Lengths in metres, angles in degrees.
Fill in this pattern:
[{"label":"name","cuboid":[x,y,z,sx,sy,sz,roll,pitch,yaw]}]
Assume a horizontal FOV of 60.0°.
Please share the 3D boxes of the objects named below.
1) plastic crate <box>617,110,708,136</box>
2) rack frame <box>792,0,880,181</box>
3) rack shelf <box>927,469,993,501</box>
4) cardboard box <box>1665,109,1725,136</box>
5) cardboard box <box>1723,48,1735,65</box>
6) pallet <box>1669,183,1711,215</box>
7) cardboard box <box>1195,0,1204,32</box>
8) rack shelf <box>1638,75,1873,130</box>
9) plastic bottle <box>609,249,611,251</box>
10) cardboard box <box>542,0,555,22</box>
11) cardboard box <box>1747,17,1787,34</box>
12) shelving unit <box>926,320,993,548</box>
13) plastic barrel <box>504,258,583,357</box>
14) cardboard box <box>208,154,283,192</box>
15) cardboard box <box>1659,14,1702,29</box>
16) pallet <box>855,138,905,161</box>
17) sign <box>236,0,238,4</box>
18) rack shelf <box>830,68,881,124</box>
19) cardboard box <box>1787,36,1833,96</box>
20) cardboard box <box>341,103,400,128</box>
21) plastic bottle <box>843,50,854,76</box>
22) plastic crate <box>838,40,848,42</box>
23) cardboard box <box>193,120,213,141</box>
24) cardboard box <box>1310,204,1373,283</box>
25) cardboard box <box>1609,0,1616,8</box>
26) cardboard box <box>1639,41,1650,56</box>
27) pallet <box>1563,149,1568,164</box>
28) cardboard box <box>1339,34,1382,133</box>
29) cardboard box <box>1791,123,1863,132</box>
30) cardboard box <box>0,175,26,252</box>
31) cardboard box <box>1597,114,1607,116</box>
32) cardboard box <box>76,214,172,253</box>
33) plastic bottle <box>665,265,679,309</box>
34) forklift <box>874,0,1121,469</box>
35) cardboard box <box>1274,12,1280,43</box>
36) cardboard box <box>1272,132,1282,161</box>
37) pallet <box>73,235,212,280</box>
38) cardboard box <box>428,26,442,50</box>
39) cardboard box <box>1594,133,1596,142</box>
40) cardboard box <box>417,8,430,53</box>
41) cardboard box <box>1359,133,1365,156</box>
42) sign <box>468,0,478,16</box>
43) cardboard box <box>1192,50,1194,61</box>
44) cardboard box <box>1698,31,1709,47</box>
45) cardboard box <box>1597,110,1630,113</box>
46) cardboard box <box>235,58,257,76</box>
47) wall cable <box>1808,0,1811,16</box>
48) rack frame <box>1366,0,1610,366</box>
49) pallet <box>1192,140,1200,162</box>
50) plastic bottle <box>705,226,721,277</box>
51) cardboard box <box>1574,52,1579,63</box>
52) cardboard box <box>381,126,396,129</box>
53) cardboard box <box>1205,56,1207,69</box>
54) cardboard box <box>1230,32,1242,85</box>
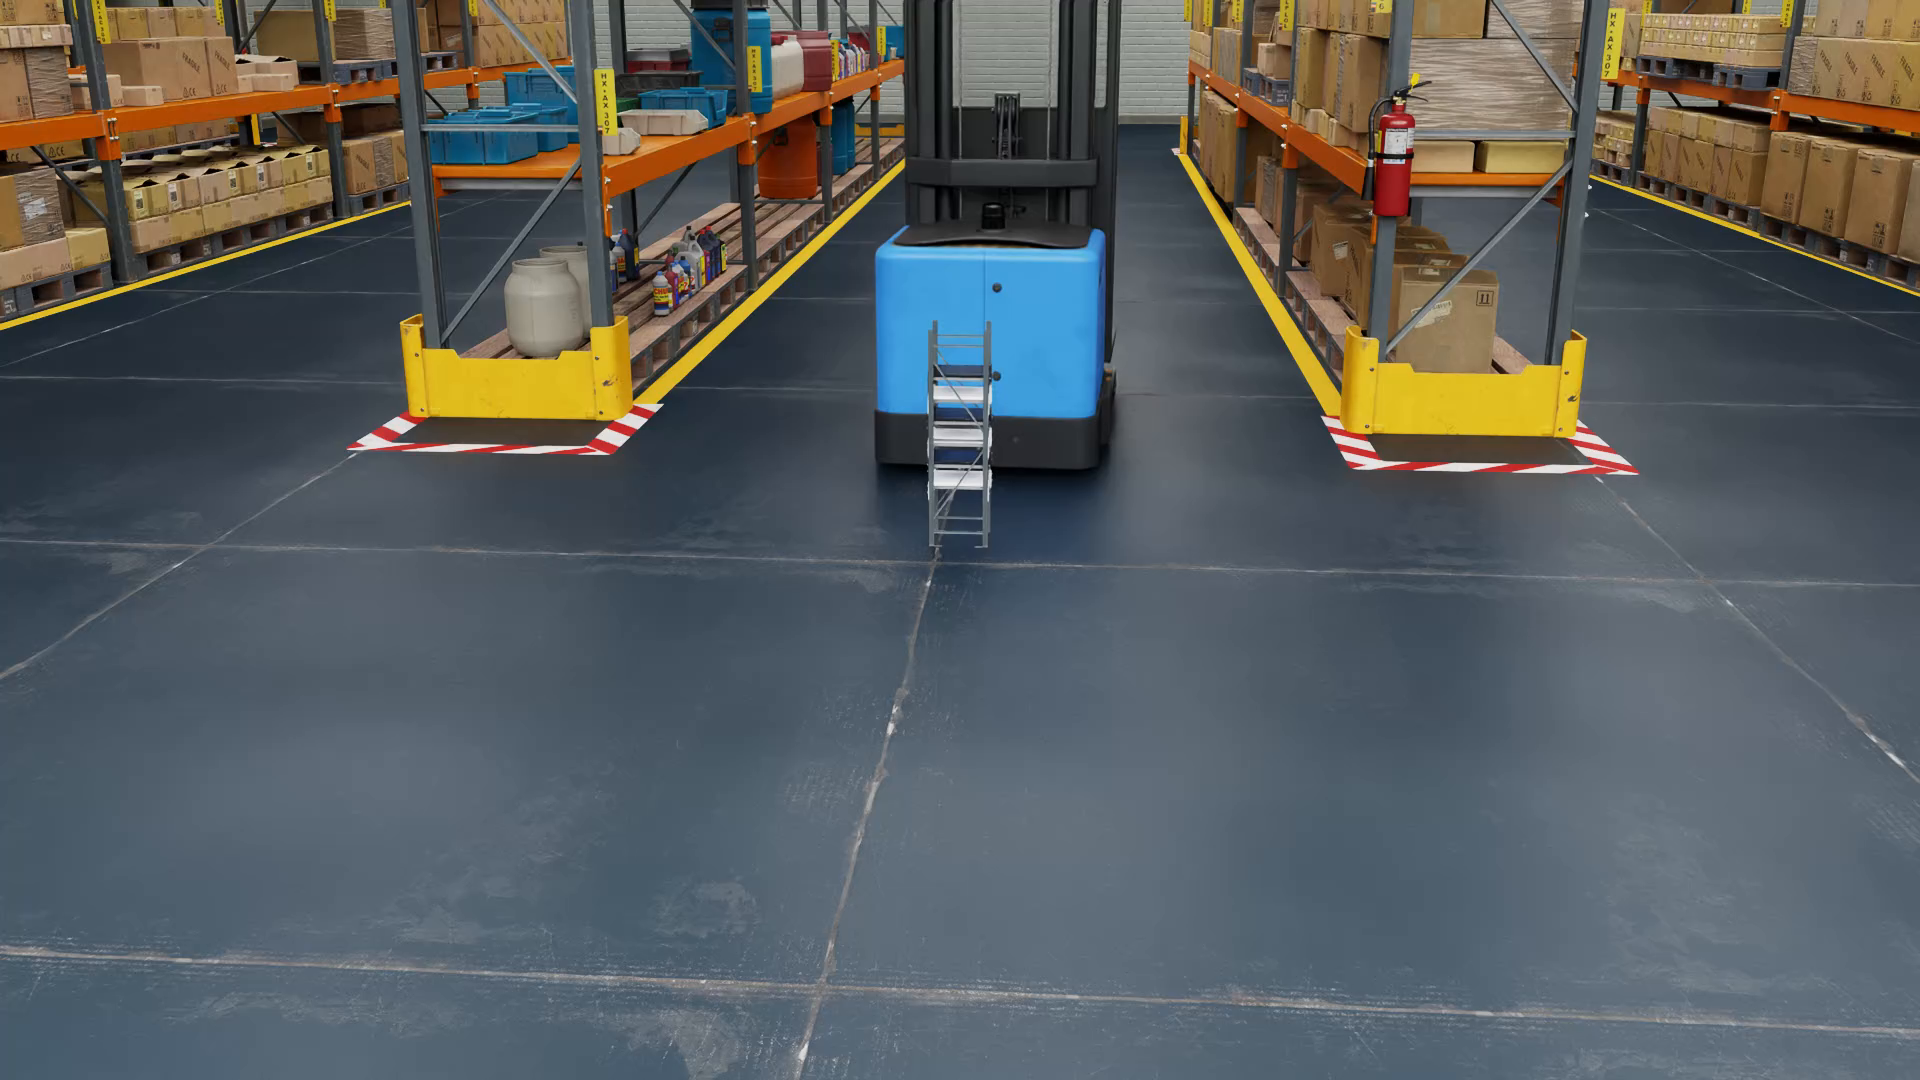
[{"label":"plastic crate","cuboid":[-1.922,-2.711,10.802,0.530,0.136,0.437,1,18,4]},{"label":"rack frame","cuboid":[-1.485,-5.831,19.900,1.000,3.000,0.127,1,18,4]},{"label":"rack shelf","cuboid":[0.001,-0.227,6.857,0.258,0.077,0.200,1,18,4]},{"label":"cardboard box","cuboid":[8.043,-4.557,18.149,0.500,0.250,0.500,2,18,5]},{"label":"cardboard box","cuboid":[7.723,-4.736,16.290,0.380,0.149,0.250,2,18,5]},{"label":"pallet","cuboid":[8.256,-3.631,17.666,1.003,0.211,1.213,1,18,4]},{"label":"cardboard box","cuboid":[3.372,-6.930,21.813,0.500,0.500,0.500,1,18,2]},{"label":"rack shelf","cuboid":[8.252,-4.615,17.346,1.077,0.370,4.000,1,18,4]},{"label":"plastic bottle","cuboid":[-2.544,-1.996,11.746,0.144,0.351,0.185,1,18,2]},{"label":"cardboard box","cuboid":[-5.931,-7.406,22.942,0.500,0.500,0.500,2,18,5]},{"label":"cardboard box","cuboid":[7.687,-4.861,15.715,0.380,0.149,0.250,1,18,2]},{"label":"shelving unit","cuboid":[0.001,-0.430,6.791,0.258,0.900,0.210,1,18,4]},{"label":"plastic barrel","cuboid":[-2.374,-1.327,9.477,0.421,0.512,0.421,0,18,0]},{"label":"cardboard box","cuboid":[-6.574,-3.373,15.241,0.500,0.311,0.500,1,18,4]},{"label":"cardboard box","cuboid":[7.873,-5.663,18.161,0.380,0.149,0.250,1,18,4]},{"label":"pallet","cuboid":[-1.296,-5.493,23.347,1.003,0.211,1.213,1,18,4]},{"label":"sign","cuboid":[-10.539,-7.941,24.099,0.100,0.325,0.005,1,18,4]},{"label":"rack shelf","cuboid":[-1.628,-4.868,18.117,1.077,0.370,4.000,1,18,4]},{"label":"cardboard box","cuboid":[7.807,-4.250,14.915,0.500,0.500,0.500,1,18,5]},{"label":"cardboard box","cuboid":[-6.775,-4.865,19.056,0.500,0.250,0.500,1,18,4]},{"label":"plastic bottle","cuboid":[-1.263,-5.330,18.572,0.152,0.276,0.135,1,18,4]},{"label":"plastic crate","cuboid":[-1.591,-6.748,22.873,0.416,0.233,0.300,1,18,4]},{"label":"cardboard box","cuboid":[-11.066,-5.931,23.546,0.700,0.500,0.500,1,18,4]},{"label":"cardboard box","cuboid":[2.813,-2.124,11.928,0.500,0.500,0.500,1,18,2]},{"label":"cardboard box","cuboid":[8.242,-6.713,20.350,0.500,0.500,0.500,2,18,5]},{"label":"cardboard box","cuboid":[7.908,-5.546,18.761,0.380,0.149,0.250,0,18,1]},{"label":"pallet","cuboid":[8.583,-5.220,22.515,1.003,0.211,1.213,1,18,4]},{"label":"cardboard box","cuboid":[2.578,-2.510,9.129,0.875,0.500,0.500,1,18,4]},{"label":"cardboard box","cuboid":[8.400,-3.913,16.182,0.500,0.250,0.500,0,18,1]},{"label":"cardboard box","cuboid":[-6.893,-2.248,11.503,0.500,0.500,0.500,1,18,4]},{"label":"cardboard box","cuboid":[8.325,-5.550,21.993,0.380,0.149,0.250,0,18,1]},{"label":"cardboard box","cuboid":[-6.723,-2.471,13.387,0.500,0.250,0.500,1,18,3]},{"label":"plastic bottle","cuboid":[-1.870,-1.648,10.791,0.061,0.283,0.133,2,18,5]},{"label":"forklift","cuboid":[0.291,-2.134,8.728,1.130,2.935,3.031,2,18,7]},{"label":"cardboard box","cuboid":[3.170,-4.556,15.176,0.500,0.500,0.500,-1,18,-3]},{"label":"cardboard box","cuboid":[3.151,-3.647,15.338,0.500,0.250,0.500,2,18,6]},{"label":"pallet","cuboid":[-6.985,-2.362,13.794,1.003,0.211,1.213,1,18,4]},{"label":"cardboard box","cuboid":[-6.645,-6.151,20.717,0.500,0.500,0.500,2,18,5]},{"label":"cardboard box","cuboid":[8.325,-5.157,21.271,0.380,0.149,0.250,2,18,7]},{"label":"cardboard box","cuboid":[-6.682,-6.047,19.727,0.700,0.500,0.500,-5,19,-15]},{"label":"cardboard box","cuboid":[2.428,-2.201,9.225,0.380,0.149,0.250,1,18,4]},{"label":"sign","cuboid":[-5.871,-6.481,20.027,0.100,0.325,0.005,1,18,4]},{"label":"cardboard box","cuboid":[3.353,-6.581,22.593,0.380,0.149,0.250,1,18,3]},{"label":"cardboard box","cuboid":[7.780,-5.122,16.987,0.380,0.149,0.250,2,18,5]},{"label":"cardboard box","cuboid":[8.897,-5.778,22.687,0.380,0.149,0.250,1,18,5]},{"label":"cardboard box","cuboid":[-6.969,-4.384,15.629,0.500,0.311,0.500,1,18,3]},{"label":"wall cable","cuboid":[14.008,-8.991,27.862,0.585,1.953,0.123,1,18,4]},{"label":"rack frame","cuboid":[2.595,-1.993,8.189,1.000,3.000,0.127,1,18,4]},{"label":"pallet","cuboid":[3.763,-5.387,23.025,1.003,0.211,1.213,1,18,4]},{"label":"plastic bottle","cuboid":[-1.817,-2.090,12.032,0.144,0.351,0.185,1,18,2]},{"label":"cardboard box","cuboid":[8.282,-6.445,22.180,0.380,0.149,0.250,1,18,2]},{"label":"cardboard box","cuboid":[-6.773,-4.498,19.141,0.500,0.500,0.500,2,18,5]},{"label":"cardboard box","cuboid":[3.169,-5.783,20.158,0.380,0.149,0.250,2,18,5]},{"label":"cardboard box","cuboid":[2.998,-4.839,16.713,0.500,0.500,0.500,1,18,3]}]
